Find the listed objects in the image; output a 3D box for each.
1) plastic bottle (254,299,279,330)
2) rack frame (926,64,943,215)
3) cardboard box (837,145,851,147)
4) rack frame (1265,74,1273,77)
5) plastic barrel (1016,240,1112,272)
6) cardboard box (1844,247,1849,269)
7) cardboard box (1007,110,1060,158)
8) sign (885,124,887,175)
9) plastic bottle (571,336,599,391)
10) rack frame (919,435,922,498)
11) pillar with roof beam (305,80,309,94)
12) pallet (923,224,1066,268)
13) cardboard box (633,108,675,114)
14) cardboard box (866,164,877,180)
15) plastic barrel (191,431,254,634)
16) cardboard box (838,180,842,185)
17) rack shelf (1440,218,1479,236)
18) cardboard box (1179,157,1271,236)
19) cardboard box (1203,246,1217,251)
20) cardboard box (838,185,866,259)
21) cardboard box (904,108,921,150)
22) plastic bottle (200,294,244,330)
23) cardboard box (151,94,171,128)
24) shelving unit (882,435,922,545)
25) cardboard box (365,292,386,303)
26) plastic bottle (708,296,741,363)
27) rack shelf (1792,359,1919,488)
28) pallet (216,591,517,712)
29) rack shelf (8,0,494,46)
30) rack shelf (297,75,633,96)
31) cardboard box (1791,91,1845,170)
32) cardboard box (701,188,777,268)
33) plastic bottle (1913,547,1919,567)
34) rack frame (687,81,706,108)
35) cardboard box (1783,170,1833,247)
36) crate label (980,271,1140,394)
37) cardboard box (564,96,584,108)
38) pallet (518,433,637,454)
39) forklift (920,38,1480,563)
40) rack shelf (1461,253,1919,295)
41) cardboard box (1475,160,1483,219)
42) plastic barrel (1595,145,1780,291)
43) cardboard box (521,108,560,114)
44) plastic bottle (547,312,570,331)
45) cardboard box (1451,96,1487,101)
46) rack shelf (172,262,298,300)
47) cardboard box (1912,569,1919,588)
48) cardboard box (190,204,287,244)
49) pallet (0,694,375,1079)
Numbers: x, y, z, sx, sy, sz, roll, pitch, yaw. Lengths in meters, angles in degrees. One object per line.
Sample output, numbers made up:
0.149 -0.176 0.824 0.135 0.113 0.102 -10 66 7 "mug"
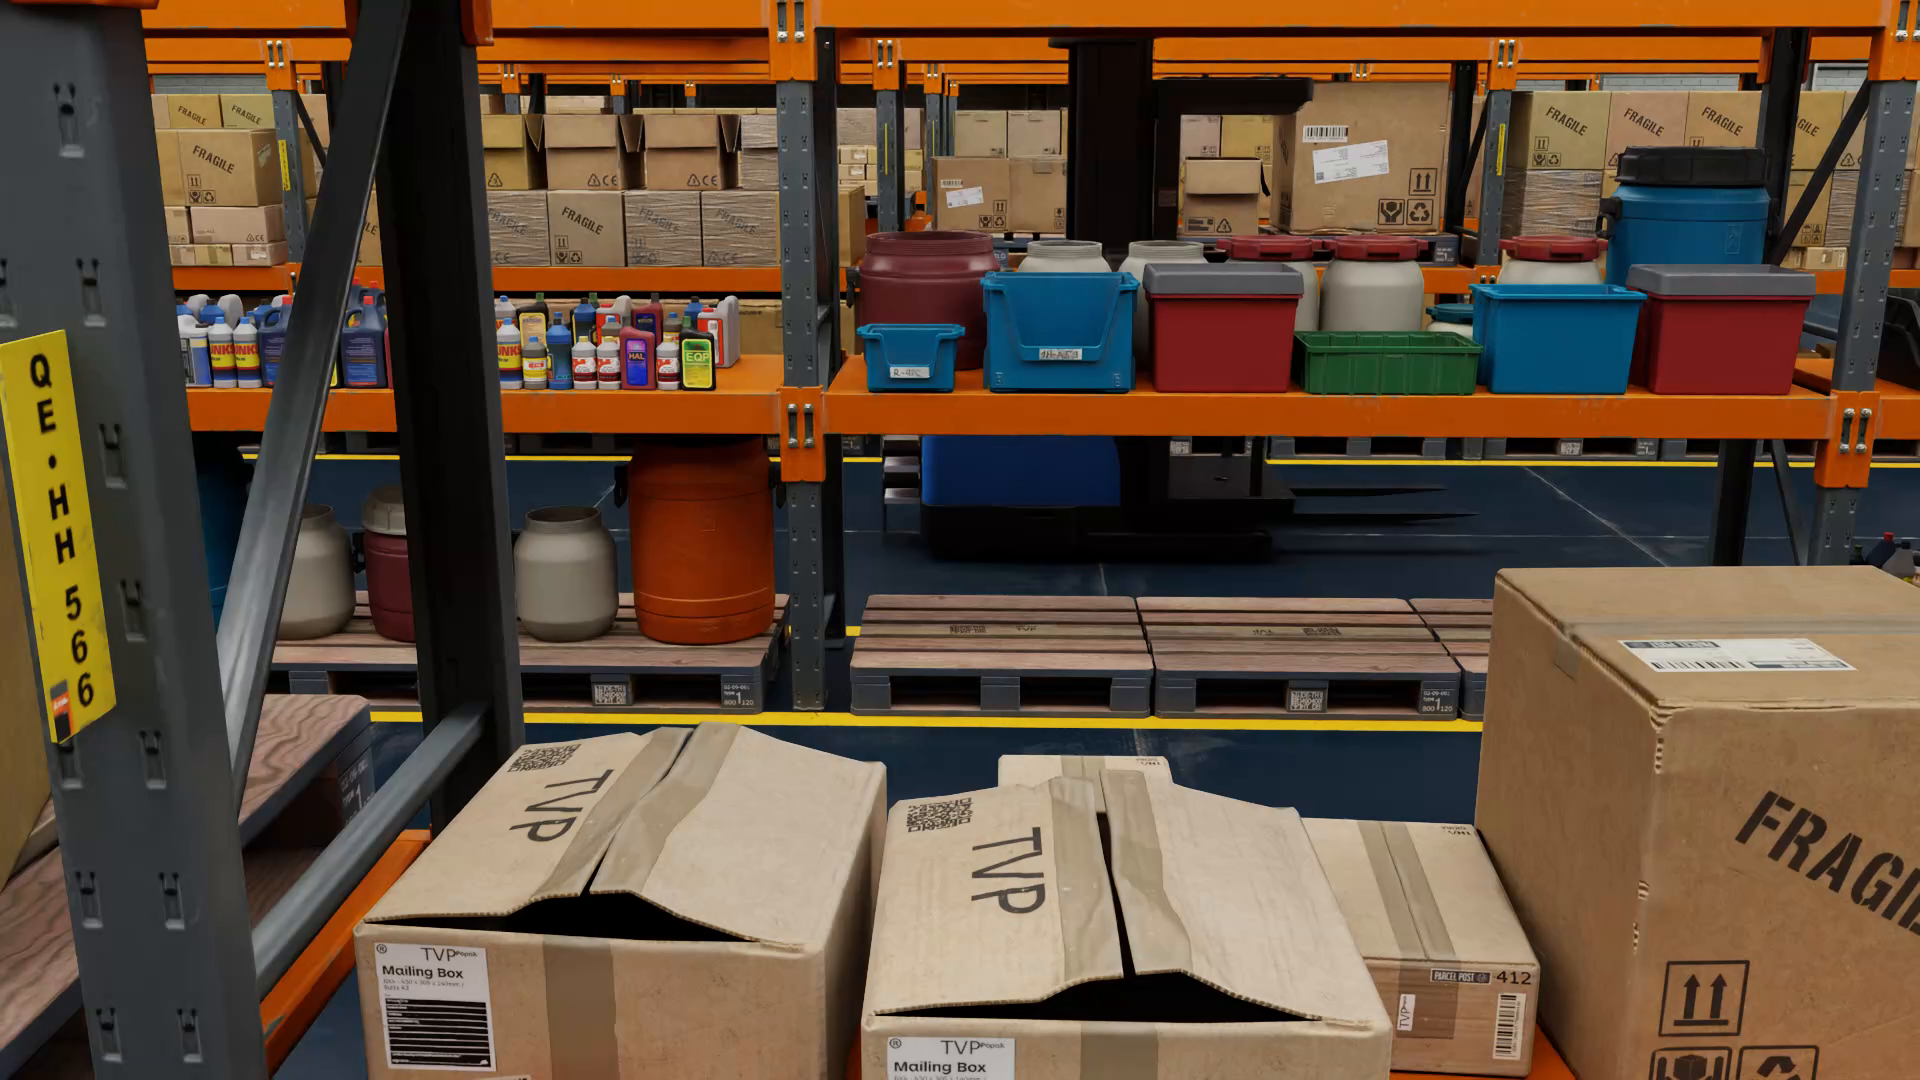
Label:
-2.944 -0.887 7.074 0.097 0.271 0.097 0 15 0 "plastic bottle"
-0.245 -3.410 16.387 0.127 3.000 1.000 0 15 1 "rack frame"
-1.216 -3.836 16.502 0.250 0.149 0.380 0 15 1 "cardboard box"
3.779 -4.647 21.075 0.127 3.000 1.000 0 15 1 "rack frame"
0.435 -0.985 6.974 0.421 0.512 0.421 0 15 0 "plastic barrel"
5.985 -1.926 11.252 0.250 0.149 0.380 0 15 1 "cardboard box"
0.709 -3.934 16.215 0.500 0.500 0.700 0 15 1 "cardboard box"
-0.483 -2.565 10.911 0.005 0.325 0.100 0 15 1 "sign"
-1.457 -0.688 6.459 0.097 0.201 0.097 0 15 0 "plastic bottle"
-0.219 -0.436 9.227 0.006 0.900 0.240 0 15 0 "rack frame"
-10.876 -8.042 22.181 0.400 9.000 9.100 0 15 1 "pillar with roof beam"
0.243 -2.076 11.705 1.003 0.211 1.213 0 15 1 "pallet"
-3.786 -5.155 20.844 0.500 0.500 0.500 1 15 2 "cardboard box"
-0.750 -3.523 15.899 0.250 0.149 0.380 1 15 3 "cardboard box"
-3.346 -0.085 7.073 0.708 0.901 0.600 0 15 1 "plastic barrel"
-1.255 -3.382 15.947 0.250 0.149 0.380 1 15 2 "cardboard box"
5.753 -3.024 16.330 4.000 0.370 1.077 0 15 1 "rack shelf"
1.791 -2.361 11.383 0.637 0.503 0.797 2 15 7 "cardboard box"
2.167 -2.488 16.477 0.750 0.750 1.050 0 15 1 "cardboard box"
-0.951 -2.267 11.857 0.500 0.500 0.500 1 15 3 "cardboard box"
-0.743 -5.142 20.794 0.500 0.500 0.500 0 15 0 "cardboard box"
-3.192 -0.923 7.200 0.135 0.276 0.152 0 15 1 "plastic bottle"
-7.800 -4.068 16.138 0.500 0.500 0.500 0 15 1 "cardboard box"
-0.321 -0.436 9.227 0.210 0.900 0.258 0 15 0 "shelving unit"
-3.831 -1.349 11.915 0.875 0.875 1.225 0 15 2 "cardboard box"
-1.023 -0.908 7.146 0.135 0.276 0.152 0 15 1 "plastic bottle"
5.399 -0.496 6.751 4.000 0.370 1.077 0 15 1 "rack shelf"
-2.605 0.462 7.175 1.213 0.211 1.003 0 15 1 "pallet"
1.270 -0.709 1.679 4.000 0.370 1.077 0 15 1 "rack shelf"
-6.217 -5.815 21.031 4.000 0.370 1.077 0 15 1 "rack shelf"
5.469 -2.721 11.036 0.500 0.500 0.500 0 15 1 "cardboard box"
-1.470 -2.139 11.373 0.500 0.500 0.500 0 15 1 "cardboard box"
4.243 0.143 7.248 0.185 0.351 0.144 0 15 -1 "plastic bottle"
-4.095 -5.965 26.071 0.127 3.000 1.000 0 15 1 "rack frame"
5.475 -2.290 11.361 0.500 0.500 0.875 0 15 1 "cardboard box"
0.387 -0.825 6.517 0.616 0.435 0.502 0 15 1 "crate label"
-4.795 -5.495 20.861 0.250 0.149 0.380 1 15 3 "cardboard box"
-2.475 -0.831 12.076 1.213 0.211 1.003 0 15 1 "pallet"
1.302 -1.430 9.014 3.031 2.935 1.130 0 15 0 "forklift"
5.526 -1.759 11.539 4.000 0.370 1.077 0 15 1 "rack shelf"
5.210 -3.426 16.152 0.550 0.550 0.875 0 15 1 "cardboard box"
3.021 -1.179 6.947 0.708 0.901 0.600 0 15 1 "plastic barrel"
-5.204 -5.169 20.897 0.500 0.500 0.500 0 15 1 "cardboard box"
-1.734 -0.884 7.200 0.097 0.201 0.097 0 15 0 "plastic bottle"
6.244 -5.227 20.533 0.500 0.500 0.700 0 15 1 "cardboard box"
-6.471 -1.838 11.835 4.000 0.370 1.077 0 15 1 "rack shelf"
1.475 0.342 1.968 0.500 0.500 0.500 0 15 2 "cardboard box"
-4.919 -2.180 11.432 0.500 0.250 0.500 0 15 0 "cardboard box"
-1.409 0.486 1.993 1.003 0.211 1.213 0 15 1 "pallet"
